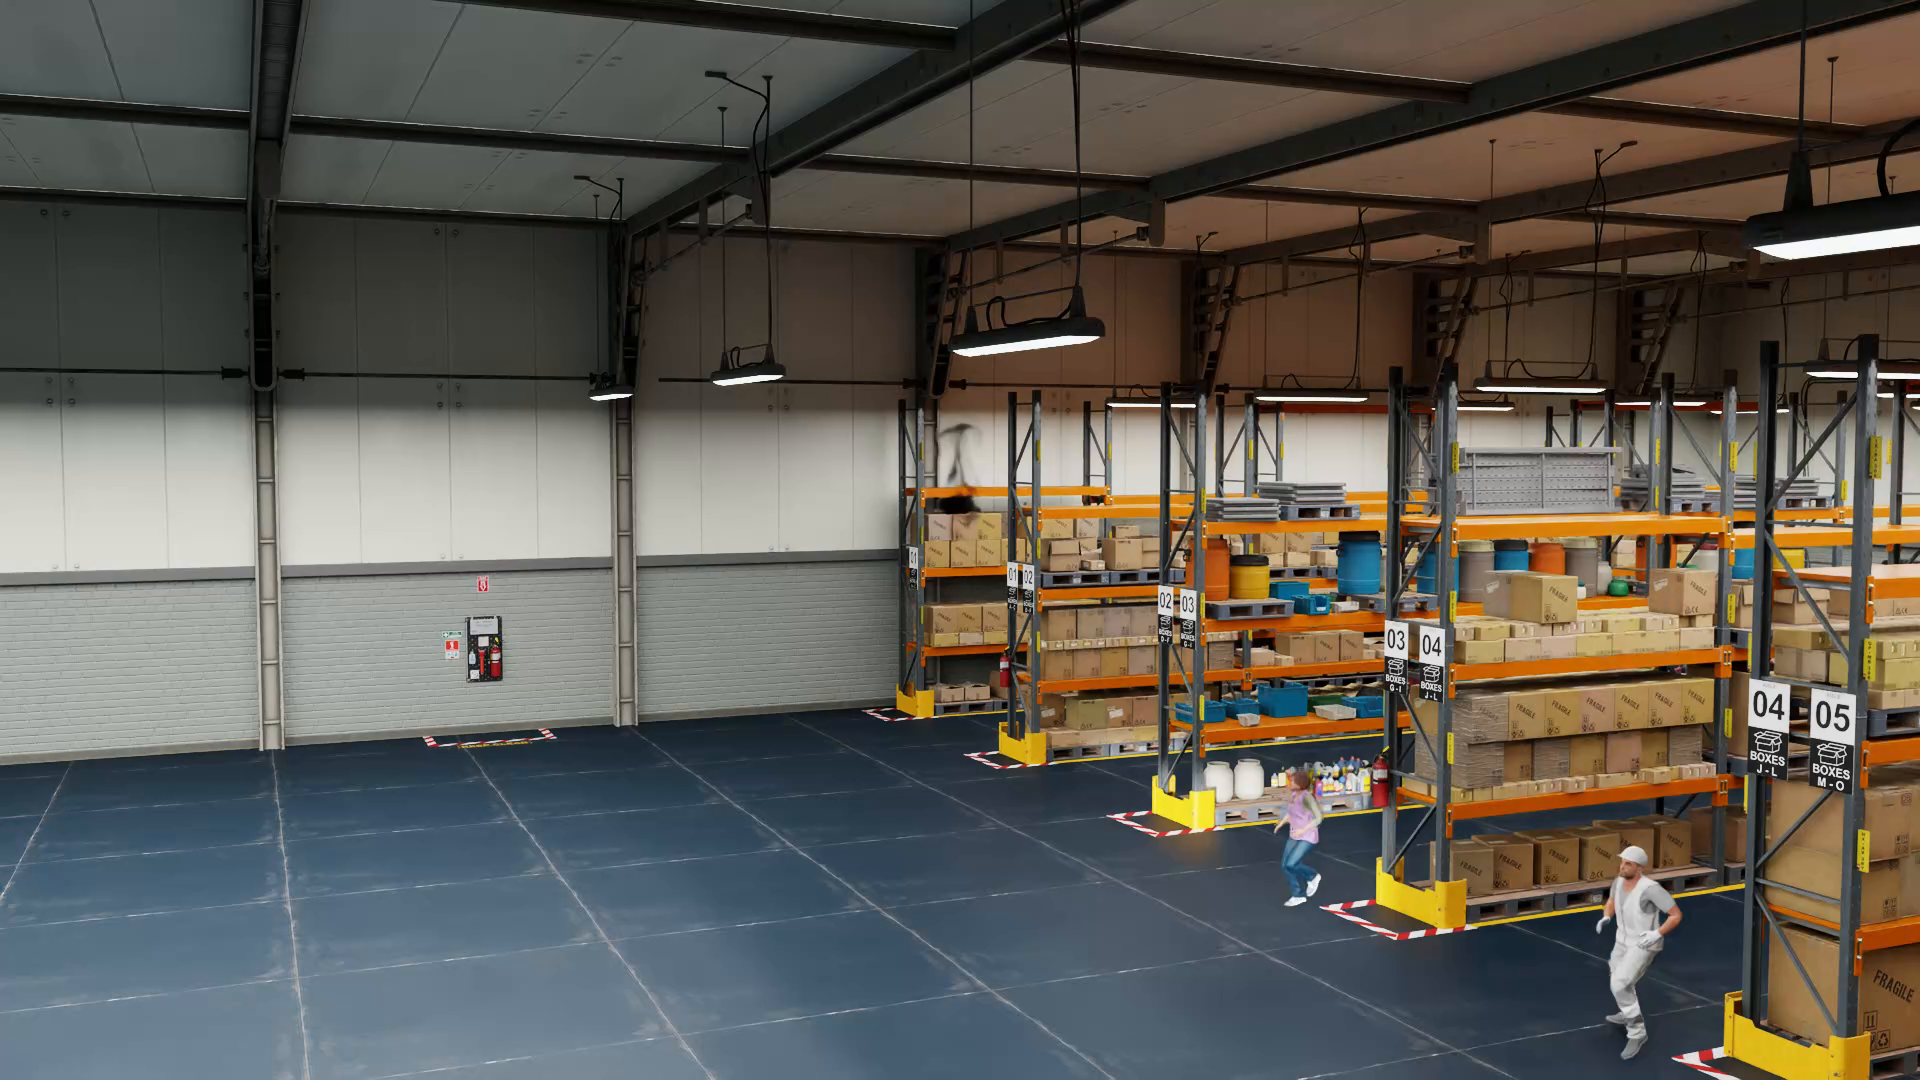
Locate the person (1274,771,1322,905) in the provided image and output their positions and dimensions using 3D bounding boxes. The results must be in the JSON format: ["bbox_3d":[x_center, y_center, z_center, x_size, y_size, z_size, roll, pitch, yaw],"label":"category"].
[{"bbox_3d":[3.780,3.339,18.518,0.484,1.557,0.626,-2,4,-26],"label":"person"}]

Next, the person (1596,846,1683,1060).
[{"bbox_3d":[5.759,3.469,14.227,0.714,1.755,0.863,-1,4,-19],"label":"person"}]
